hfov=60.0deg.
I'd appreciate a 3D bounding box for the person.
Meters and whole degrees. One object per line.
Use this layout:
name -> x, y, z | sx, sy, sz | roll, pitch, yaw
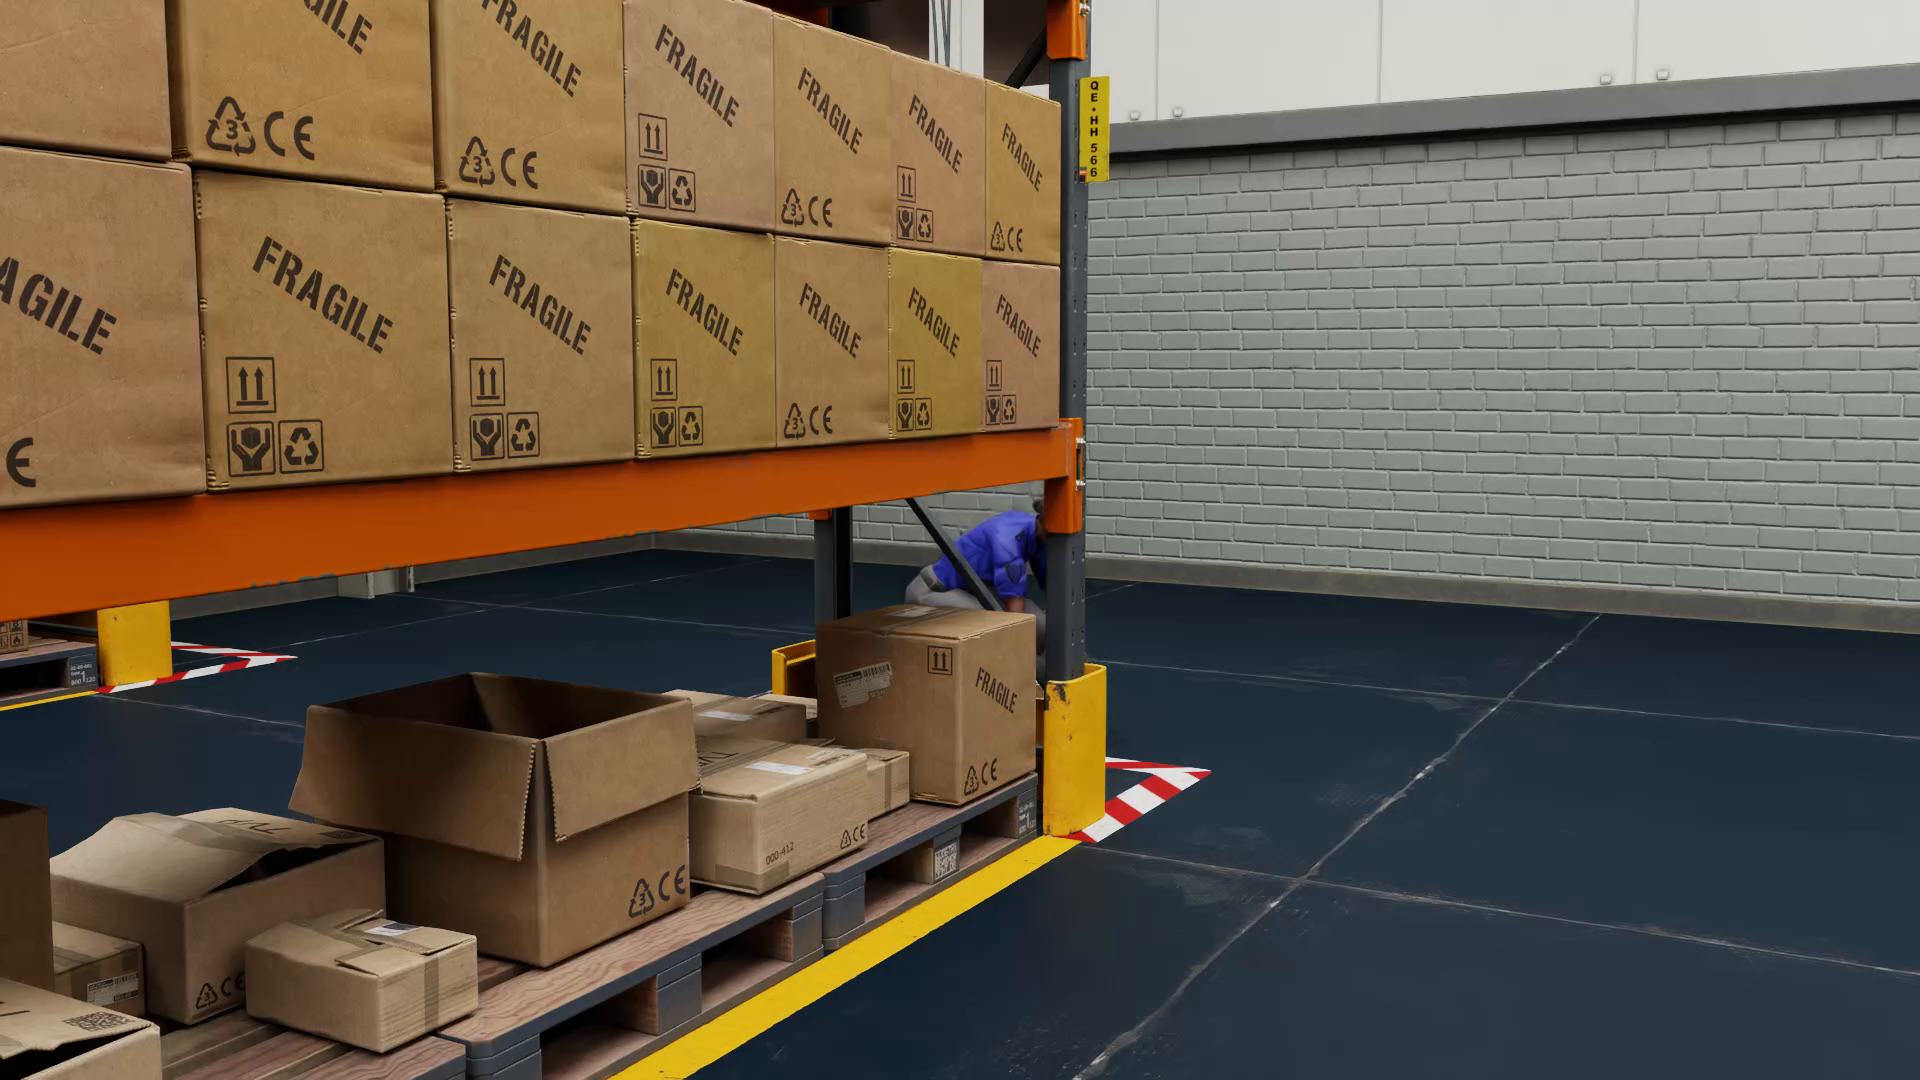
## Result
person -> 0.165, 0.288, 6.942 | 0.789, 0.976, 0.469 | 4, 7, 34
